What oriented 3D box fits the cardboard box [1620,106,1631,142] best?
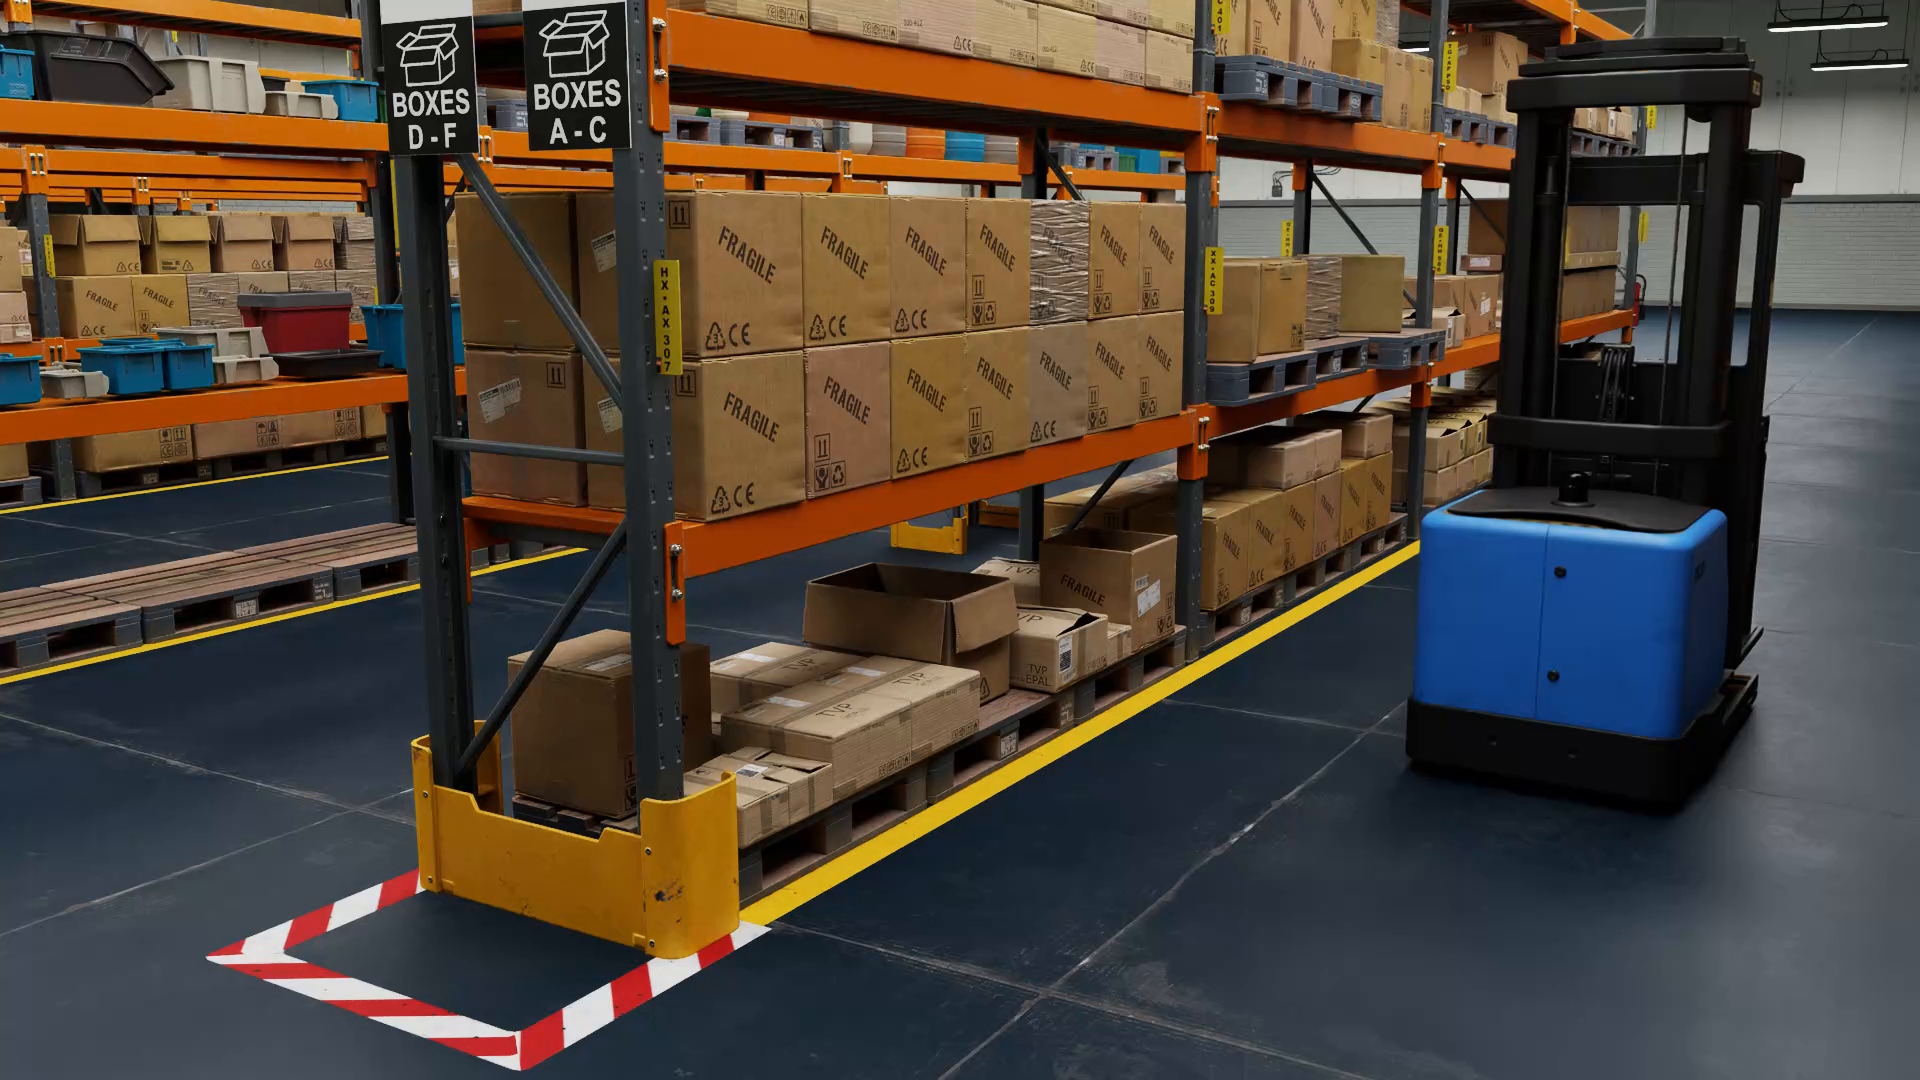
[{"bbox_3d":[6.699,-4.492,17.757,0.797,0.503,0.637,7,13,35],"label":"cardboard box"}]

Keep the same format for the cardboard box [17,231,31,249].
[{"bbox_3d":[-13.121,-4.034,23.045,0.500,0.500,0.500,7,12,32],"label":"cardboard box"}]

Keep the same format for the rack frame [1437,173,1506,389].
[{"bbox_3d":[4.924,-2.152,15.214,1.000,3.000,0.127,6,12,31],"label":"rack frame"}]

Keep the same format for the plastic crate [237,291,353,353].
[{"bbox_3d":[-4.138,-1.312,10.391,0.402,0.464,0.583,6,12,31],"label":"plastic crate"}]

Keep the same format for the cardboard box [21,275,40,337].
[{"bbox_3d":[-7.684,-1.990,14.075,0.500,0.500,0.500,6,12,31],"label":"cardboard box"}]

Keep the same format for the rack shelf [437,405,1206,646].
[{"bbox_3d":[-0.267,-0.226,6.880,1.077,0.370,4.000,6,12,31],"label":"rack shelf"}]

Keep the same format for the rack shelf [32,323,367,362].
[{"bbox_3d":[-6.655,-1.802,15.298,1.077,0.370,4.000,6,12,31],"label":"rack shelf"}]

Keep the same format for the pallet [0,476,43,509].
[{"bbox_3d":[-8.155,-0.358,13.210,1.003,0.211,1.213,6,12,31],"label":"pallet"}]

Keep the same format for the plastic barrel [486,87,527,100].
[{"bbox_3d":[-2.973,-3.174,11.012,0.433,0.535,0.433,0,11,0],"label":"plastic barrel"}]

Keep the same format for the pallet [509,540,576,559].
[{"bbox_3d":[-3.024,-0.115,11.908,1.003,0.211,1.213,6,12,31],"label":"pallet"}]

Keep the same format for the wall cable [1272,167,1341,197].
[{"bbox_3d":[11.031,-13.892,52.374,2.305,6.003,0.169,6,12,31],"label":"wall cable"}]

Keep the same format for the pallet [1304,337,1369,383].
[{"bbox_3d":[1.842,-1.123,10.235,1.003,0.211,1.213,6,12,31],"label":"pallet"}]

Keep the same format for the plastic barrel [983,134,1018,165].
[{"bbox_3d":[0.275,-4.143,16.335,0.600,0.901,0.600,0,11,0],"label":"plastic barrel"}]

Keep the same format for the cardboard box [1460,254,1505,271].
[{"bbox_3d":[4.883,-2.584,15.483,0.380,0.149,0.250,6,12,31],"label":"cardboard box"}]

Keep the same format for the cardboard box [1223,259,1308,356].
[{"bbox_3d":[1.511,-1.317,9.340,0.700,0.500,0.500,9,14,40],"label":"cardboard box"}]

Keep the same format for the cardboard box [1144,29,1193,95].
[{"bbox_3d":[0.746,-2.193,7.687,0.500,0.250,0.500,6,12,31],"label":"cardboard box"}]

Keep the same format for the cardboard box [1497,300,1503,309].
[{"bbox_3d":[4.706,-1.997,14.792,0.500,0.250,0.500,7,13,34],"label":"cardboard box"}]

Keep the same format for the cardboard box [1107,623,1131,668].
[{"bbox_3d":[0.574,0.472,7.746,0.380,0.149,0.250,6,12,31],"label":"cardboard box"}]

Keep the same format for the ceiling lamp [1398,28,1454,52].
[{"bbox_3d":[9.939,-11.787,34.511,2.000,3.185,0.800,6,12,31],"label":"ceiling lamp"}]

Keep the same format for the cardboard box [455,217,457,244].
[{"bbox_3d":[-7.320,-4.346,23.589,0.875,0.550,0.550,6,12,31],"label":"cardboard box"}]

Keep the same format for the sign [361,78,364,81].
[{"bbox_3d":[-3.930,-2.900,11.030,0.100,0.325,0.005,6,12,31],"label":"sign"}]

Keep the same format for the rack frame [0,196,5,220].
[{"bbox_3d":[-16.254,-4.520,27.860,1.000,3.000,0.127,6,12,31],"label":"rack frame"}]

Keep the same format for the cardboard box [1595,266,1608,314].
[{"bbox_3d":[6.479,-2.675,17.736,0.700,0.500,0.500,7,13,32],"label":"cardboard box"}]

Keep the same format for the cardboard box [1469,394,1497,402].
[{"bbox_3d":[4.694,-1.109,14.450,0.500,0.311,0.500,7,13,32],"label":"cardboard box"}]

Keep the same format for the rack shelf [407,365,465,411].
[{"bbox_3d":[-2.422,-1.329,12.771,1.077,0.370,4.000,6,12,31],"label":"rack shelf"}]

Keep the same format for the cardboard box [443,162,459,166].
[{"bbox_3d":[-5.155,-3.921,16.915,0.500,0.250,0.500,7,12,32],"label":"cardboard box"}]

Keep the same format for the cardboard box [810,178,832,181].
[{"bbox_3d":[-2.027,-4.870,21.989,0.500,0.250,0.500,7,13,32],"label":"cardboard box"}]

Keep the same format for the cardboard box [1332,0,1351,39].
[{"bbox_3d":[2.086,-3.310,10.256,0.500,0.500,0.500,6,12,31],"label":"cardboard box"}]

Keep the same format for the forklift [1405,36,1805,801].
[{"bbox_3d":[3.047,-0.668,7.474,1.130,2.935,3.031,7,13,32],"label":"forklift"}]

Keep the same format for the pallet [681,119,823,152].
[{"bbox_3d":[-1.864,-3.268,13.533,1.003,0.211,1.213,6,12,31],"label":"pallet"}]

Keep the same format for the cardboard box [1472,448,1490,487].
[{"bbox_3d":[3.896,-0.594,13.221,0.500,0.250,0.500,6,12,29],"label":"cardboard box"}]

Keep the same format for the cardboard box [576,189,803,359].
[{"bbox_3d":[-0.850,-0.850,5.270,0.500,0.500,0.500,7,13,32],"label":"cardboard box"}]

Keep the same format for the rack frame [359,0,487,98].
[{"bbox_3d":[-3.460,-4.317,10.472,1.000,3.000,0.127,6,12,31],"label":"rack frame"}]

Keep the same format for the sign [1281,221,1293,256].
[{"bbox_3d":[2.372,-2.145,12.028,0.100,0.325,0.005,6,12,31],"label":"sign"}]

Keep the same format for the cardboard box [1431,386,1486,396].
[{"bbox_3d":[4.497,-1.242,15.157,0.500,0.311,0.500,6,12,31],"label":"cardboard box"}]

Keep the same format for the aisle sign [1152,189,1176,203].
[{"bbox_3d":[2.557,-4.572,21.076,0.394,0.787,0.004,6,12,31],"label":"aisle sign"}]

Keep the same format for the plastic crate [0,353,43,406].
[{"bbox_3d":[-4.786,-0.797,8.267,0.416,0.233,0.300,6,12,31],"label":"plastic crate"}]

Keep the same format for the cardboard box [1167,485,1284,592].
[{"bbox_3d":[1.498,-0.020,9.419,0.500,0.500,0.500,7,12,32],"label":"cardboard box"}]

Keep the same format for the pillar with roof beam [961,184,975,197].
[{"bbox_3d":[3.945,-12.381,53.548,9.100,9.000,0.548,6,12,31],"label":"pillar with roof beam"}]

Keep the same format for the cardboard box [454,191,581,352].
[{"bbox_3d":[-1.310,-0.902,5.546,0.500,0.500,0.500,6,12,30],"label":"cardboard box"}]

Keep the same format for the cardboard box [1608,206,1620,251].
[{"bbox_3d":[6.720,-3.388,18.016,0.700,0.500,0.500,6,12,31],"label":"cardboard box"}]

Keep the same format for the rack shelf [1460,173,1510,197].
[{"bbox_3d":[5.963,-3.588,16.684,1.077,0.370,4.000,6,12,31],"label":"rack shelf"}]

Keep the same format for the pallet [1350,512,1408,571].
[{"bbox_3d":[2.428,-0.039,11.503,1.003,0.211,1.213,6,12,31],"label":"pallet"}]

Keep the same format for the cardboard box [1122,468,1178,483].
[{"bbox_3d":[1.307,-0.143,10.076,0.500,0.500,0.500,7,12,31],"label":"cardboard box"}]

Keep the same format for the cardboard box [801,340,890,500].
[{"bbox_3d":[-0.587,-0.440,5.798,0.500,0.500,0.500,6,12,30],"label":"cardboard box"}]

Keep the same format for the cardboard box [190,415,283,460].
[{"bbox_3d":[-6.915,-1.246,15.008,1.225,0.875,0.875,6,12,29],"label":"cardboard box"}]

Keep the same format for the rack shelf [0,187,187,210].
[{"bbox_3d":[-13.048,-4.852,23.440,1.077,0.370,4.000,6,12,31],"label":"rack shelf"}]

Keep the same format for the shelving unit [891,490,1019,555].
[{"bbox_3d":[0.040,-0.749,11.795,0.587,1.500,1.083,6,12,31],"label":"shelving unit"}]

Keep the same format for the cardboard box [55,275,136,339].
[{"bbox_3d":[-7.241,-1.939,13.802,0.500,0.500,0.500,6,12,31],"label":"cardboard box"}]

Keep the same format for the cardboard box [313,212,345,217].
[{"bbox_3d":[-10.458,-5.092,27.119,0.700,0.500,0.500,6,12,30],"label":"cardboard box"}]

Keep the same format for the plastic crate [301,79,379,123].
[{"bbox_3d":[-3.660,-2.586,9.836,0.416,0.233,0.300,6,12,31],"label":"plastic crate"}]

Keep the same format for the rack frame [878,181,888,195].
[{"bbox_3d":[-1.463,-3.728,23.633,1.000,3.000,0.127,6,12,31],"label":"rack frame"}]

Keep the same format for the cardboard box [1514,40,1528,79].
[{"bbox_3d":[4.570,-4.035,14.346,0.500,0.500,0.500,7,12,31],"label":"cardboard box"}]

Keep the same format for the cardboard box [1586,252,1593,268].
[{"bbox_3d":[6.162,-2.827,16.783,0.380,0.149,0.250,6,12,30],"label":"cardboard box"}]
